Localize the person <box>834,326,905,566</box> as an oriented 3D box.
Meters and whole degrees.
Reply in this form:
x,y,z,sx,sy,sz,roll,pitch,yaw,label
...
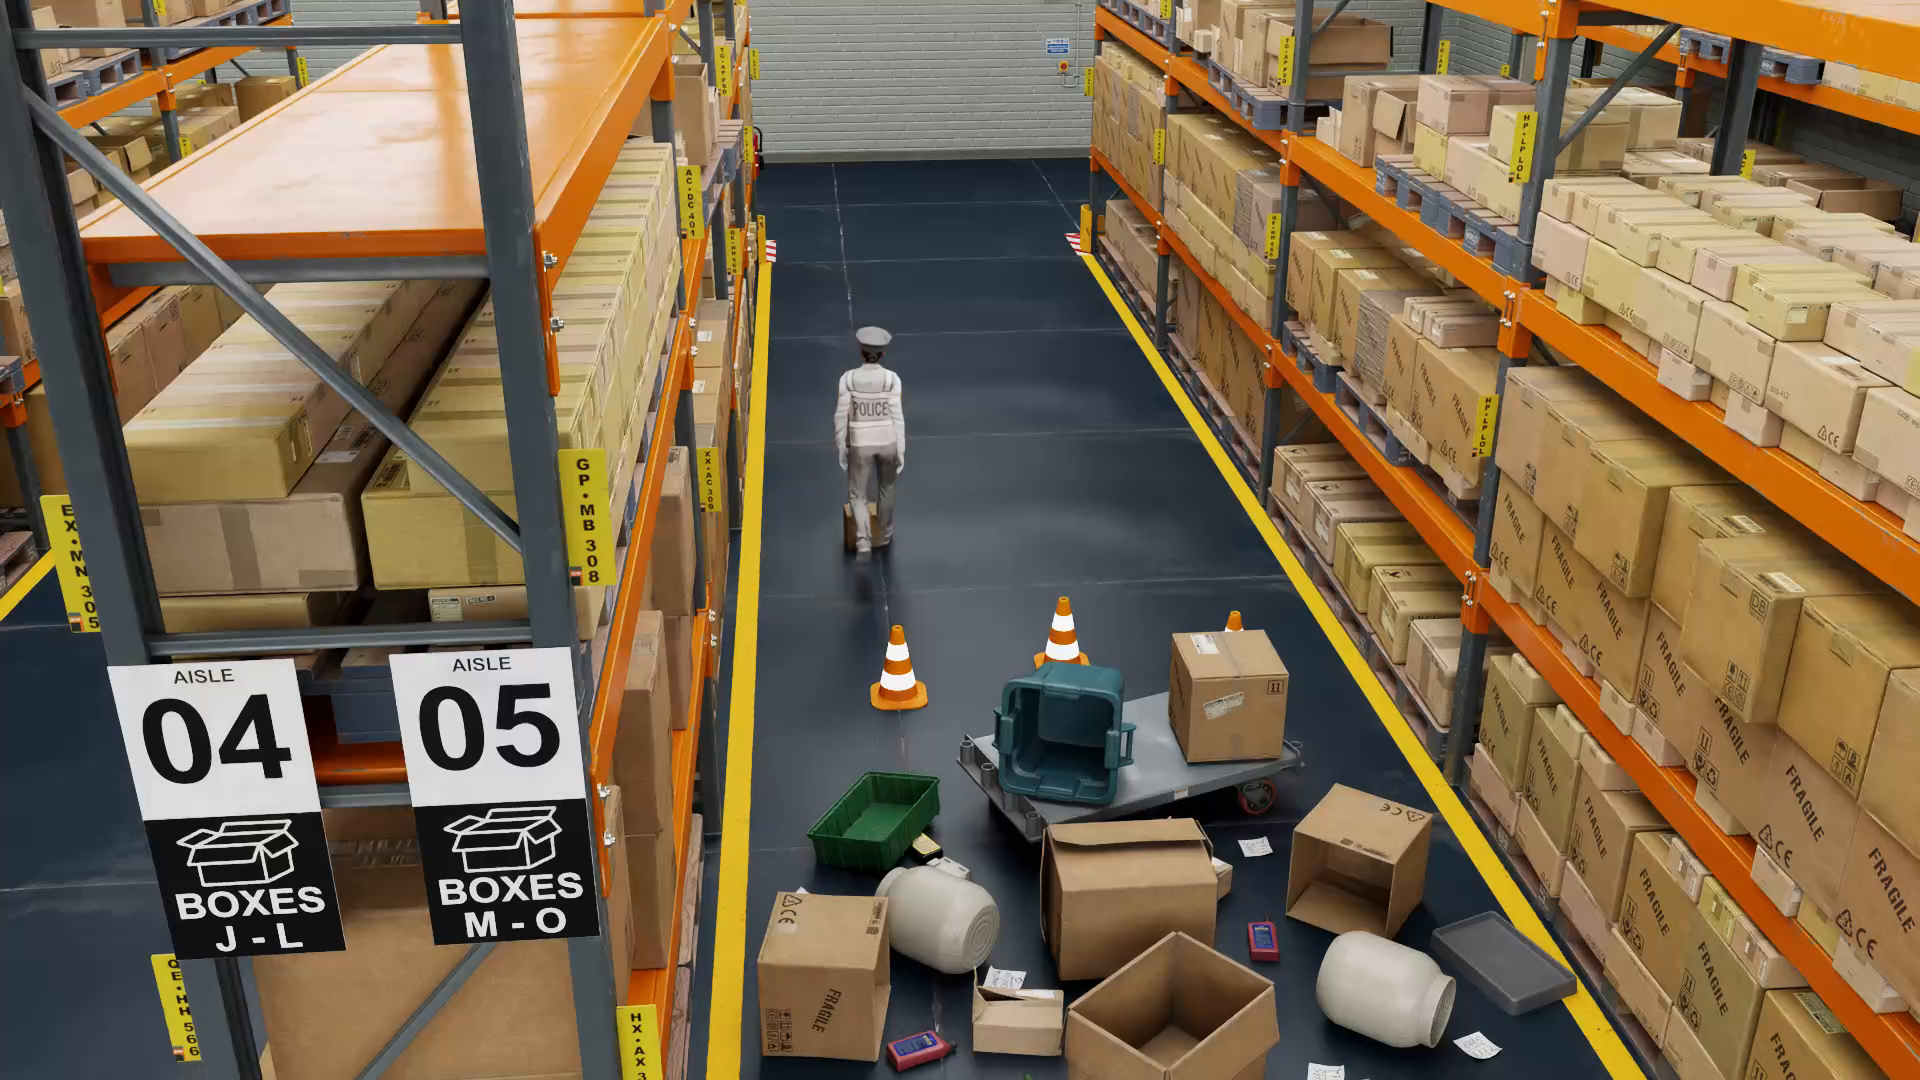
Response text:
x,y,z,sx,sy,sz,roll,pitch,yaw,label
-0.623,-0.623,11.508,0.488,1.624,0.938,-1,24,-3,person
